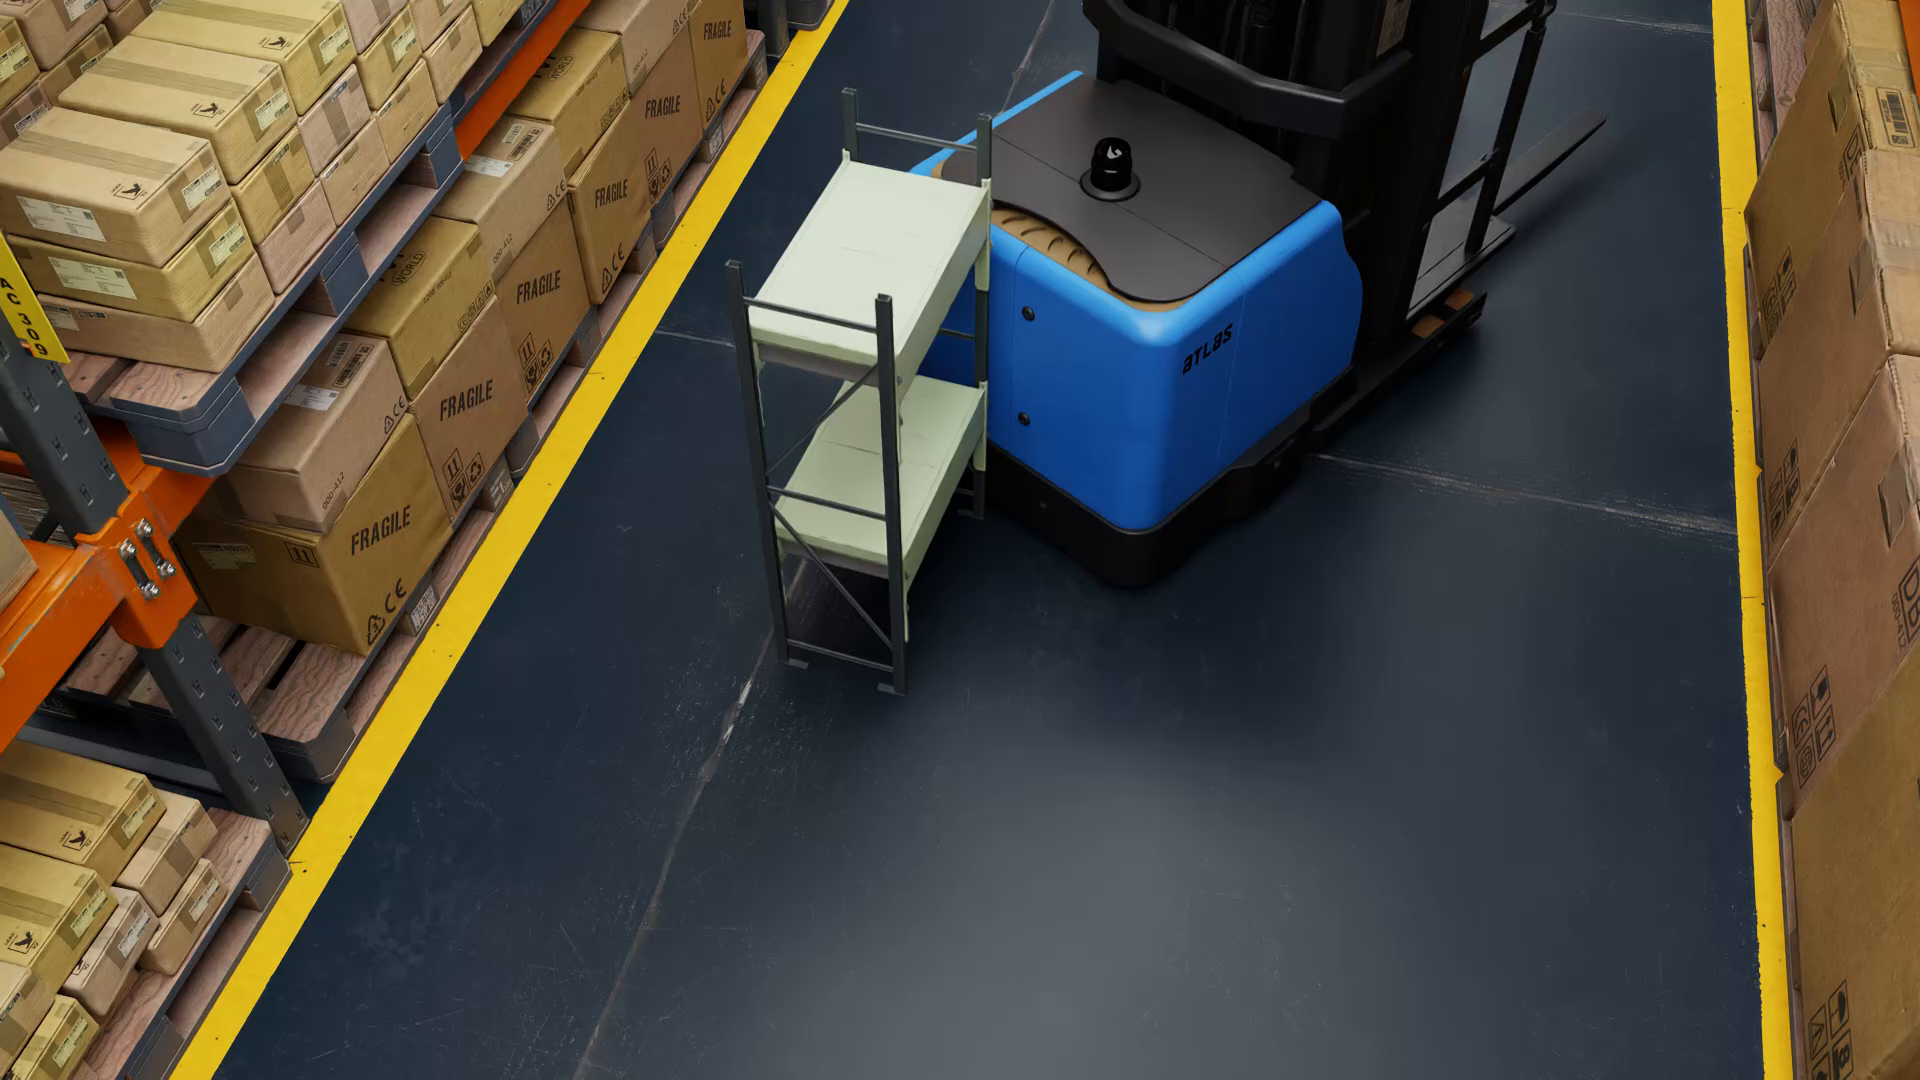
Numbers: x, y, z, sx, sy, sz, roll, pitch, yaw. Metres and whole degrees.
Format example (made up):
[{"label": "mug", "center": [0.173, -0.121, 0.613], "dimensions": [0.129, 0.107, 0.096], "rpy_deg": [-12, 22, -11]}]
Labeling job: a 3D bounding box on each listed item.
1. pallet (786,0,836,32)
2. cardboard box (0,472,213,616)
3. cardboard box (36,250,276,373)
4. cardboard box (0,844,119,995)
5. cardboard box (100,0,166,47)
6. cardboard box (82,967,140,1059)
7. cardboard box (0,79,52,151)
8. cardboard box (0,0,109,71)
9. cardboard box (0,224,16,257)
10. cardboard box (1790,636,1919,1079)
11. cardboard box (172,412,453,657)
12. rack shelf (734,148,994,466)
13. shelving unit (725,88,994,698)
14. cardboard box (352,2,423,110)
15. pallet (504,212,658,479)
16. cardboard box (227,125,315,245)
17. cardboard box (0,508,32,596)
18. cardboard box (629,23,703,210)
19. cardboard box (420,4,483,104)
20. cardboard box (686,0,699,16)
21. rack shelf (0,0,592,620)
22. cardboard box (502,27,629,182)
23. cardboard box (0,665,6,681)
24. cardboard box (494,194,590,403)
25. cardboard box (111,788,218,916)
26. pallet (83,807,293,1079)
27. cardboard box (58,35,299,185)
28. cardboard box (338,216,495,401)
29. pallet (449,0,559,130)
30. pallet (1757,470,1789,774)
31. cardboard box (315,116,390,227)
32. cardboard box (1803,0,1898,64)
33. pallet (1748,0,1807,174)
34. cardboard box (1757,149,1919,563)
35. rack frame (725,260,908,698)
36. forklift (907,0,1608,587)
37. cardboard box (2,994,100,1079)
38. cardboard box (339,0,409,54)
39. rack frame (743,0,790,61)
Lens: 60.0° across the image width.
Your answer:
[{"label": "pallet", "center": [-0.946, -2.797, 7.578], "dimensions": [1.003, 0.211, 1.213], "rpy_deg": [12, 50, 10]}, {"label": "cardboard box", "center": [-2.327, -0.168, 4.785], "dimensions": [0.500, 0.500, 0.500], "rpy_deg": [11, 49, 9]}, {"label": "cardboard box", "center": [-1.732, -0.521, 3.597], "dimensions": [0.380, 0.149, 0.250], "rpy_deg": [9, 49, 8]}, {"label": "cardboard box", "center": [-2.151, 0.837, 3.735], "dimensions": [0.380, 0.149, 0.250], "rpy_deg": [12, 50, 11]}, {"label": "cardboard box", "center": [-2.161, -1.321, 4.104], "dimensions": [0.380, 0.149, 0.250], "rpy_deg": [10, 49, 9]}, {"label": "cardboard box", "center": [-2.203, 1.055, 3.939], "dimensions": [0.380, 0.149, 0.250], "rpy_deg": [13, 50, 11]}, {"label": "cardboard box", "center": [-2.297, -0.943, 3.771], "dimensions": [0.380, 0.149, 0.250], "rpy_deg": [12, 50, 10]}, {"label": "cardboard box", "center": [-2.222, -1.234, 3.829], "dimensions": [0.380, 0.149, 0.250], "rpy_deg": [10, 49, 9]}, {"label": "cardboard box", "center": [-2.366, -0.654, 3.714], "dimensions": [0.380, 0.149, 0.250], "rpy_deg": [11, 49, 9]}, {"label": "cardboard box", "center": [2.628, 0.878, 3.612], "dimensions": [1.225, 0.875, 0.875], "rpy_deg": [12, 50, 10]}, {"label": "cardboard box", "center": [-1.829, -0.065, 4.694], "dimensions": [0.500, 0.500, 0.500], "rpy_deg": [13, 50, 11]}, {"label": "rack shelf", "center": [-0.228, -0.610, 4.268], "dimensions": [0.431, 0.370, 0.720], "rpy_deg": [14, 50, 12]}, {"label": "shelving unit", "center": [-0.228, -0.352, 4.561], "dimensions": [0.431, 1.500, 0.755], "rpy_deg": [14, 50, 12]}, {"label": "cardboard box", "center": [-1.530, -1.183, 3.982], "dimensions": [0.380, 0.149, 0.250], "rpy_deg": [10, 49, 8]}, {"label": "pallet", "center": [-1.757, -0.797, 5.813], "dimensions": [1.003, 0.211, 1.213], "rpy_deg": [12, 50, 10]}, {"label": "cardboard box", "center": [-1.666, -0.808, 3.651], "dimensions": [0.380, 0.149, 0.250], "rpy_deg": [11, 49, 9]}, {"label": "cardboard box", "center": [-2.134, 0.003, 2.982], "dimensions": [0.500, 0.500, 0.500], "rpy_deg": [12, 50, 10]}, {"label": "cardboard box", "center": [-1.288, -1.574, 6.026], "dimensions": [0.500, 0.500, 0.500], "rpy_deg": [13, 50, 12]}, {"label": "cardboard box", "center": [-1.461, -1.269, 4.257], "dimensions": [0.380, 0.149, 0.250], "rpy_deg": [10, 49, 8]}, {"label": "cardboard box", "center": [-1.154, -2.178, 6.059], "dimensions": [0.500, 0.250, 0.500], "rpy_deg": [11, 49, 9]}, {"label": "rack shelf", "center": [-1.753, -1.480, 5.035], "dimensions": [1.077, 0.370, 4.000], "rpy_deg": [12, 50, 10]}, {"label": "cardboard box", "center": [-1.425, -1.446, 5.413], "dimensions": [0.500, 0.250, 0.500], "rpy_deg": [13, 50, 11]}, {"label": "cardboard box", "center": [-2.091, 0.272, 3.177], "dimensions": [0.380, 0.149, 0.250], "rpy_deg": [10, 49, 9]}, {"label": "cardboard box", "center": [-1.566, -0.830, 5.369], "dimensions": [0.500, 0.500, 0.500], "rpy_deg": [12, 50, 11]}, {"label": "cardboard box", "center": [-2.055, 0.725, 4.032], "dimensions": [0.380, 0.149, 0.250], "rpy_deg": [12, 50, 11]}, {"label": "pallet", "center": [-2.422, 1.144, 4.100], "dimensions": [1.003, 0.211, 1.213], "rpy_deg": [12, 50, 10]}, {"label": "cardboard box", "center": [-1.664, -0.921, 3.553], "dimensions": [0.380, 0.149, 0.250], "rpy_deg": [13, 50, 11]}, {"label": "cardboard box", "center": [-1.692, -0.699, 4.754], "dimensions": [0.500, 0.250, 0.500], "rpy_deg": [13, 50, 11]}, {"label": "pallet", "center": [-1.708, -1.661, 4.844], "dimensions": [1.003, 0.211, 1.213], "rpy_deg": [12, 50, 10]}, {"label": "pallet", "center": [2.929, 0.245, 4.893], "dimensions": [1.003, 0.211, 1.213], "rpy_deg": [12, 50, 10]}, {"label": "cardboard box", "center": [-1.595, -0.903, 3.934], "dimensions": [0.380, 0.149, 0.250], "rpy_deg": [12, 50, 10]}, {"label": "cardboard box", "center": [3.689, -1.920, 6.318], "dimensions": [0.700, 0.500, 0.500], "rpy_deg": [9, 49, 8]}, {"label": "pallet", "center": [3.739, -1.755, 6.658], "dimensions": [1.003, 0.211, 1.213], "rpy_deg": [12, 50, 10]}, {"label": "cardboard box", "center": [3.088, -0.410, 4.749], "dimensions": [1.225, 0.875, 0.875], "rpy_deg": [12, 50, 10]}, {"label": "rack frame", "center": [-0.345, -0.092, 4.331], "dimensions": [0.400, 1.500, 0.023], "rpy_deg": [14, 50, 12]}, {"label": "forklift", "center": [1.201, -1.834, 4.914], "dimensions": [1.130, 2.935, 3.031], "rpy_deg": [36, 58, 28]}, {"label": "cardboard box", "center": [-2.168, 1.121, 3.683], "dimensions": [0.380, 0.149, 0.250], "rpy_deg": [10, 49, 9]}, {"label": "cardboard box", "center": [-1.526, -1.286, 3.875], "dimensions": [0.380, 0.149, 0.250], "rpy_deg": [11, 49, 10]}, {"label": "rack frame", "center": [-1.226, -3.165, 6.042], "dimensions": [1.000, 3.000, 0.127], "rpy_deg": [12, 50, 10]}]
